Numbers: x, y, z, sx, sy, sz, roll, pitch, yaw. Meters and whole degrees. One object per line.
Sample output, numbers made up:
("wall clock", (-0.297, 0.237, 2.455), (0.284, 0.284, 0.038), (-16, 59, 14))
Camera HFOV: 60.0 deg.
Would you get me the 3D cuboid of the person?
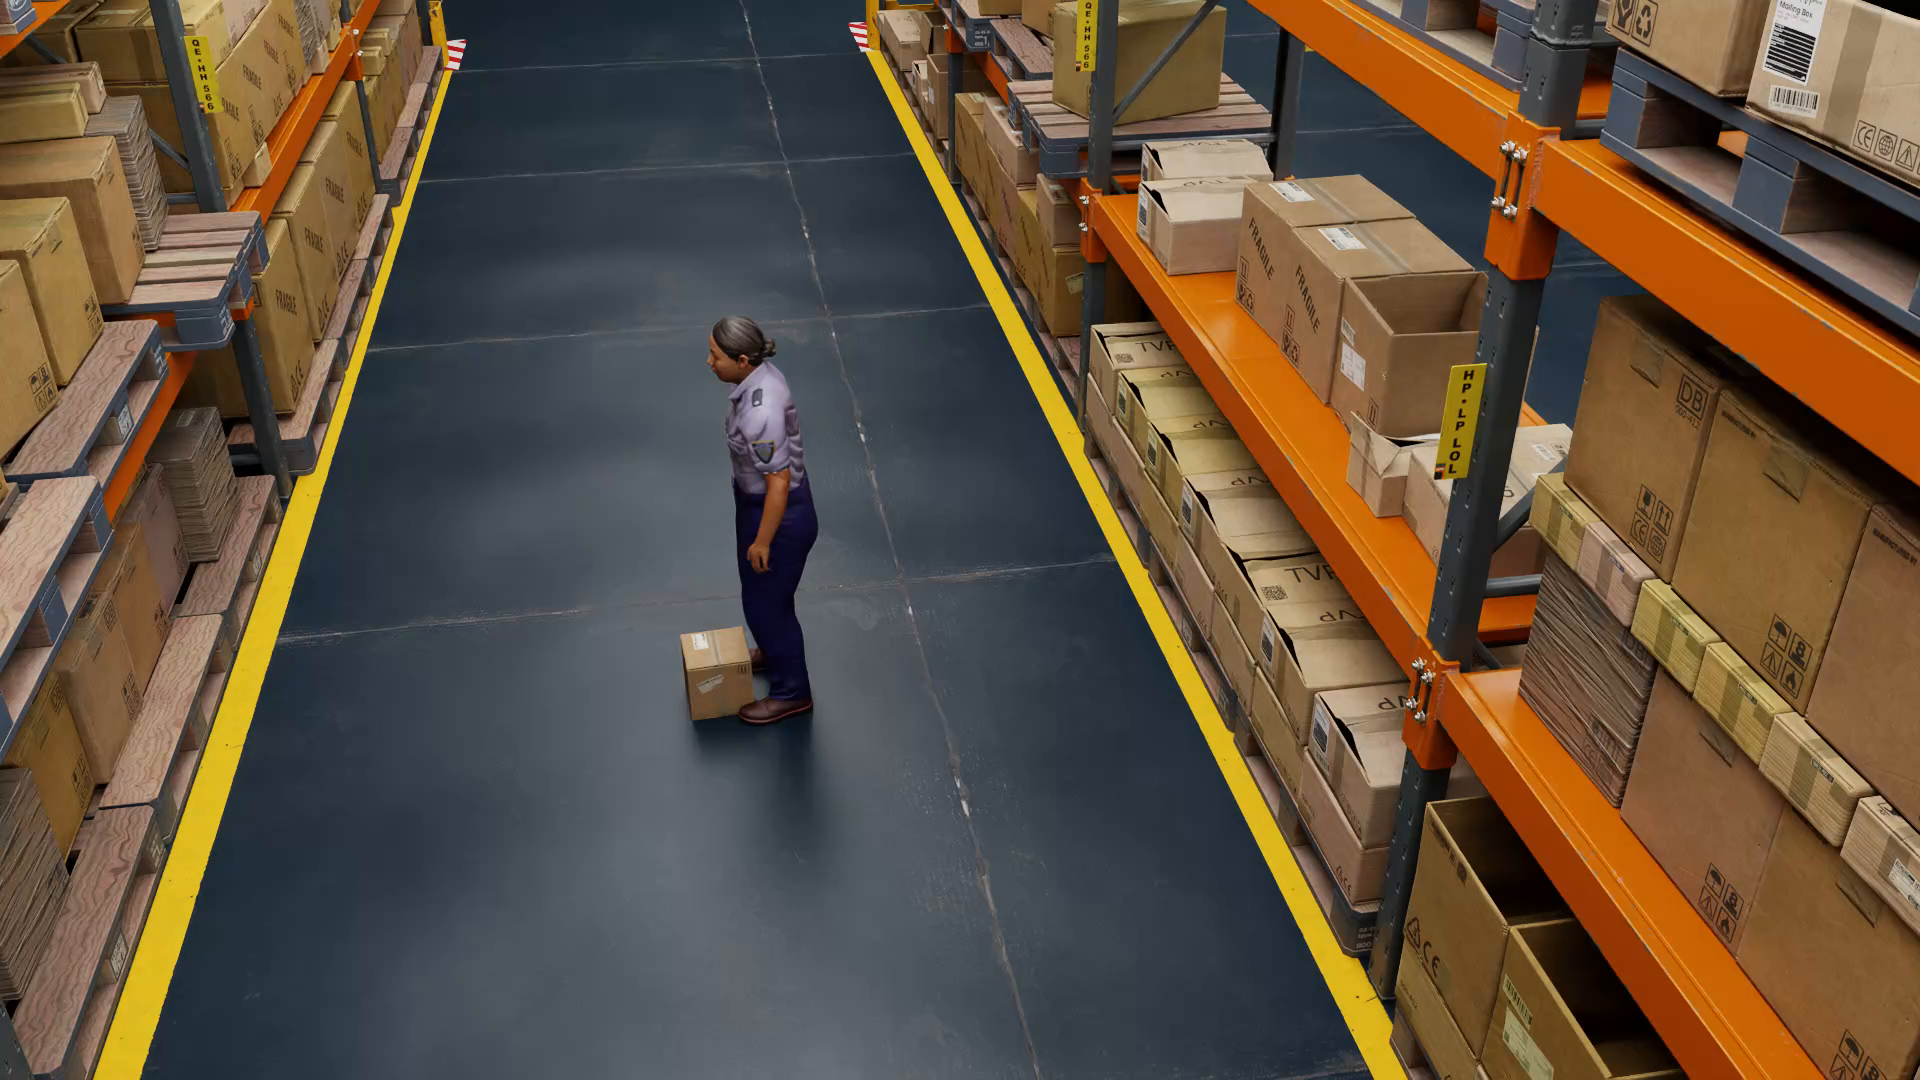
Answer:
("person", (-0.732, -0.096, 6.300), (0.371, 1.652, 0.538), (-5, 31, -9))
